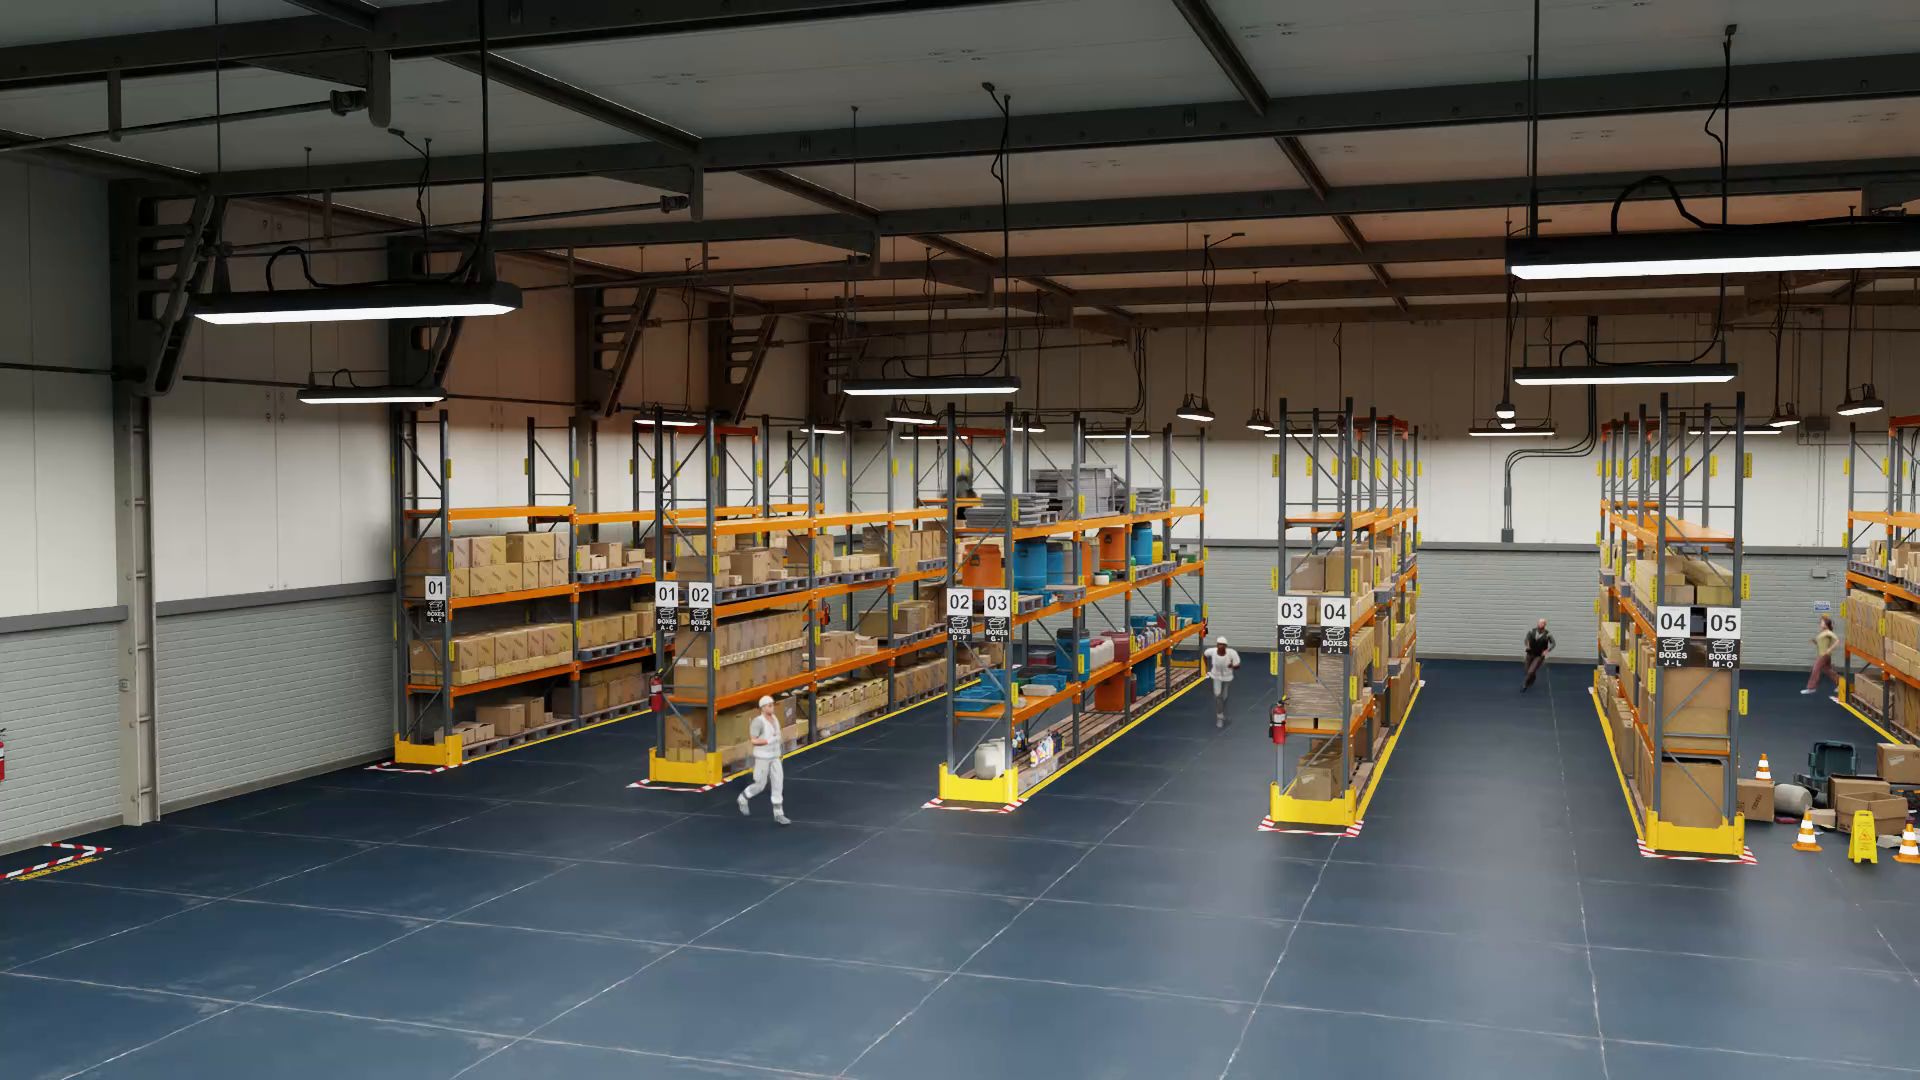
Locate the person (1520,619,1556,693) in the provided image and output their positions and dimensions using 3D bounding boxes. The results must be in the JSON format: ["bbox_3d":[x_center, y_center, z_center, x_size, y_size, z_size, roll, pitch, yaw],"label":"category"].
[{"bbox_3d":[12.984,2.588,37.285,0.699,1.664,0.819,2,3,40],"label":"person"}]

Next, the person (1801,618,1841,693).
[{"bbox_3d":[19.108,2.565,36.739,0.957,1.667,0.569,1,3,17],"label":"person"}]

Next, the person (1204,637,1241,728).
[{"bbox_3d":[5.121,2.751,32.532,0.693,1.777,0.971,0,2,3],"label":"person"}]

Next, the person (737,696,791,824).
[{"bbox_3d":[-2.756,3.078,23.462,0.941,1.774,0.665,2,3,37],"label":"person"}]
